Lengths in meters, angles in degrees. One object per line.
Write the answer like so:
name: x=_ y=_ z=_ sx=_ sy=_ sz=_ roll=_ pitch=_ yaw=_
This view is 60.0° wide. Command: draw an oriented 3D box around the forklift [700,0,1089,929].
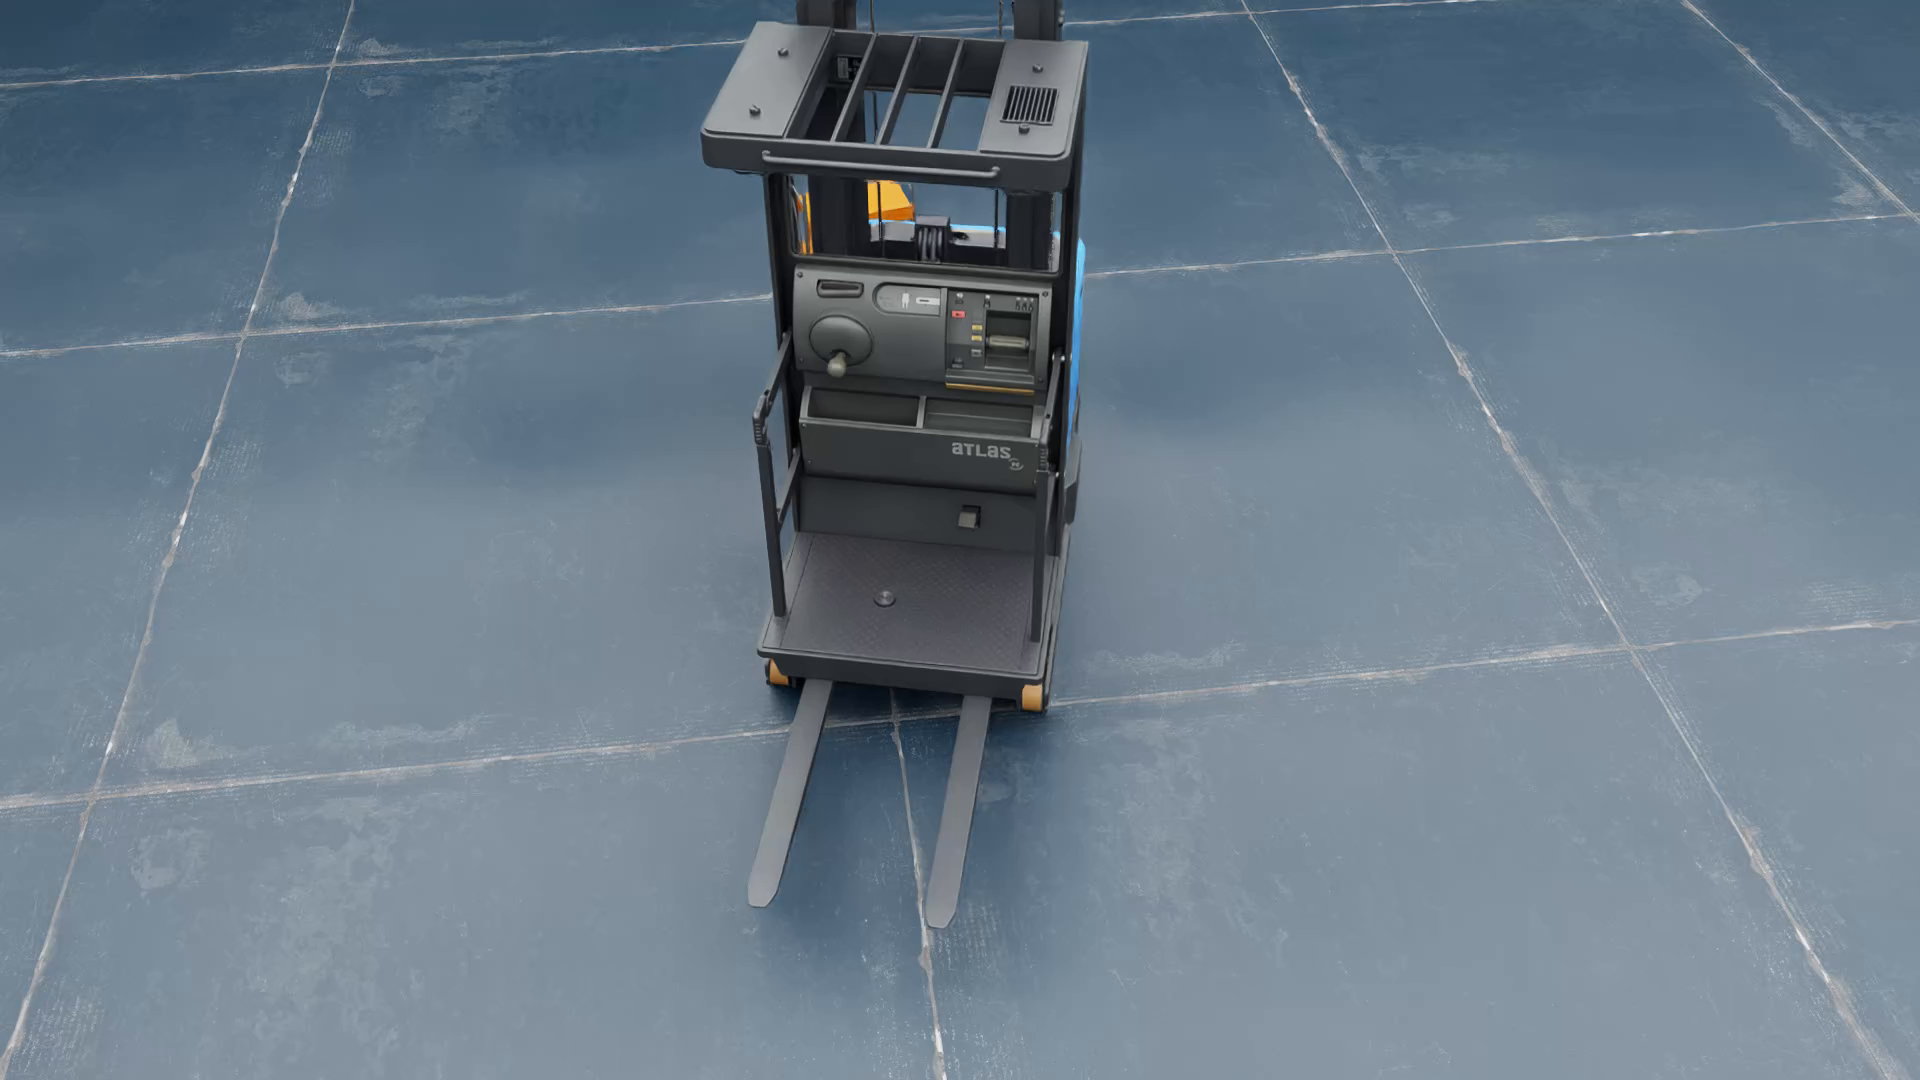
forklift: x=-0.166 y=-0.674 z=5.808 sx=1.130 sy=2.935 sz=3.031 roll=5 pitch=42 yaw=6

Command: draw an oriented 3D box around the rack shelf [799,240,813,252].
rack shelf: x=-0.467 y=-1.273 z=7.531 sx=0.480 sy=0.148 sz=0.258 roll=-13 pitch=43 yaw=-14

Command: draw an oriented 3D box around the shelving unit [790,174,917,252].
shelving unit: x=-0.467 y=-1.157 z=7.636 sx=0.503 sy=1.200 sz=0.258 roll=-13 pitch=43 yaw=-14

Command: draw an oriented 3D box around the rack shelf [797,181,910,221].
rack shelf: x=-0.468 y=-1.479 z=7.348 sx=0.457 sy=0.050 sz=0.221 roll=-13 pitch=43 yaw=-14

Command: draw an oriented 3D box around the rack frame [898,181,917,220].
rack frame: x=-0.236 y=-1.208 z=7.693 sx=0.015 sy=1.200 sz=0.240 roll=-13 pitch=43 yaw=-14

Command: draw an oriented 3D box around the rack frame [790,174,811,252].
rack frame: x=-0.698 y=-1.105 z=7.578 sx=0.015 sy=1.200 sz=0.240 roll=-13 pitch=43 yaw=-14
